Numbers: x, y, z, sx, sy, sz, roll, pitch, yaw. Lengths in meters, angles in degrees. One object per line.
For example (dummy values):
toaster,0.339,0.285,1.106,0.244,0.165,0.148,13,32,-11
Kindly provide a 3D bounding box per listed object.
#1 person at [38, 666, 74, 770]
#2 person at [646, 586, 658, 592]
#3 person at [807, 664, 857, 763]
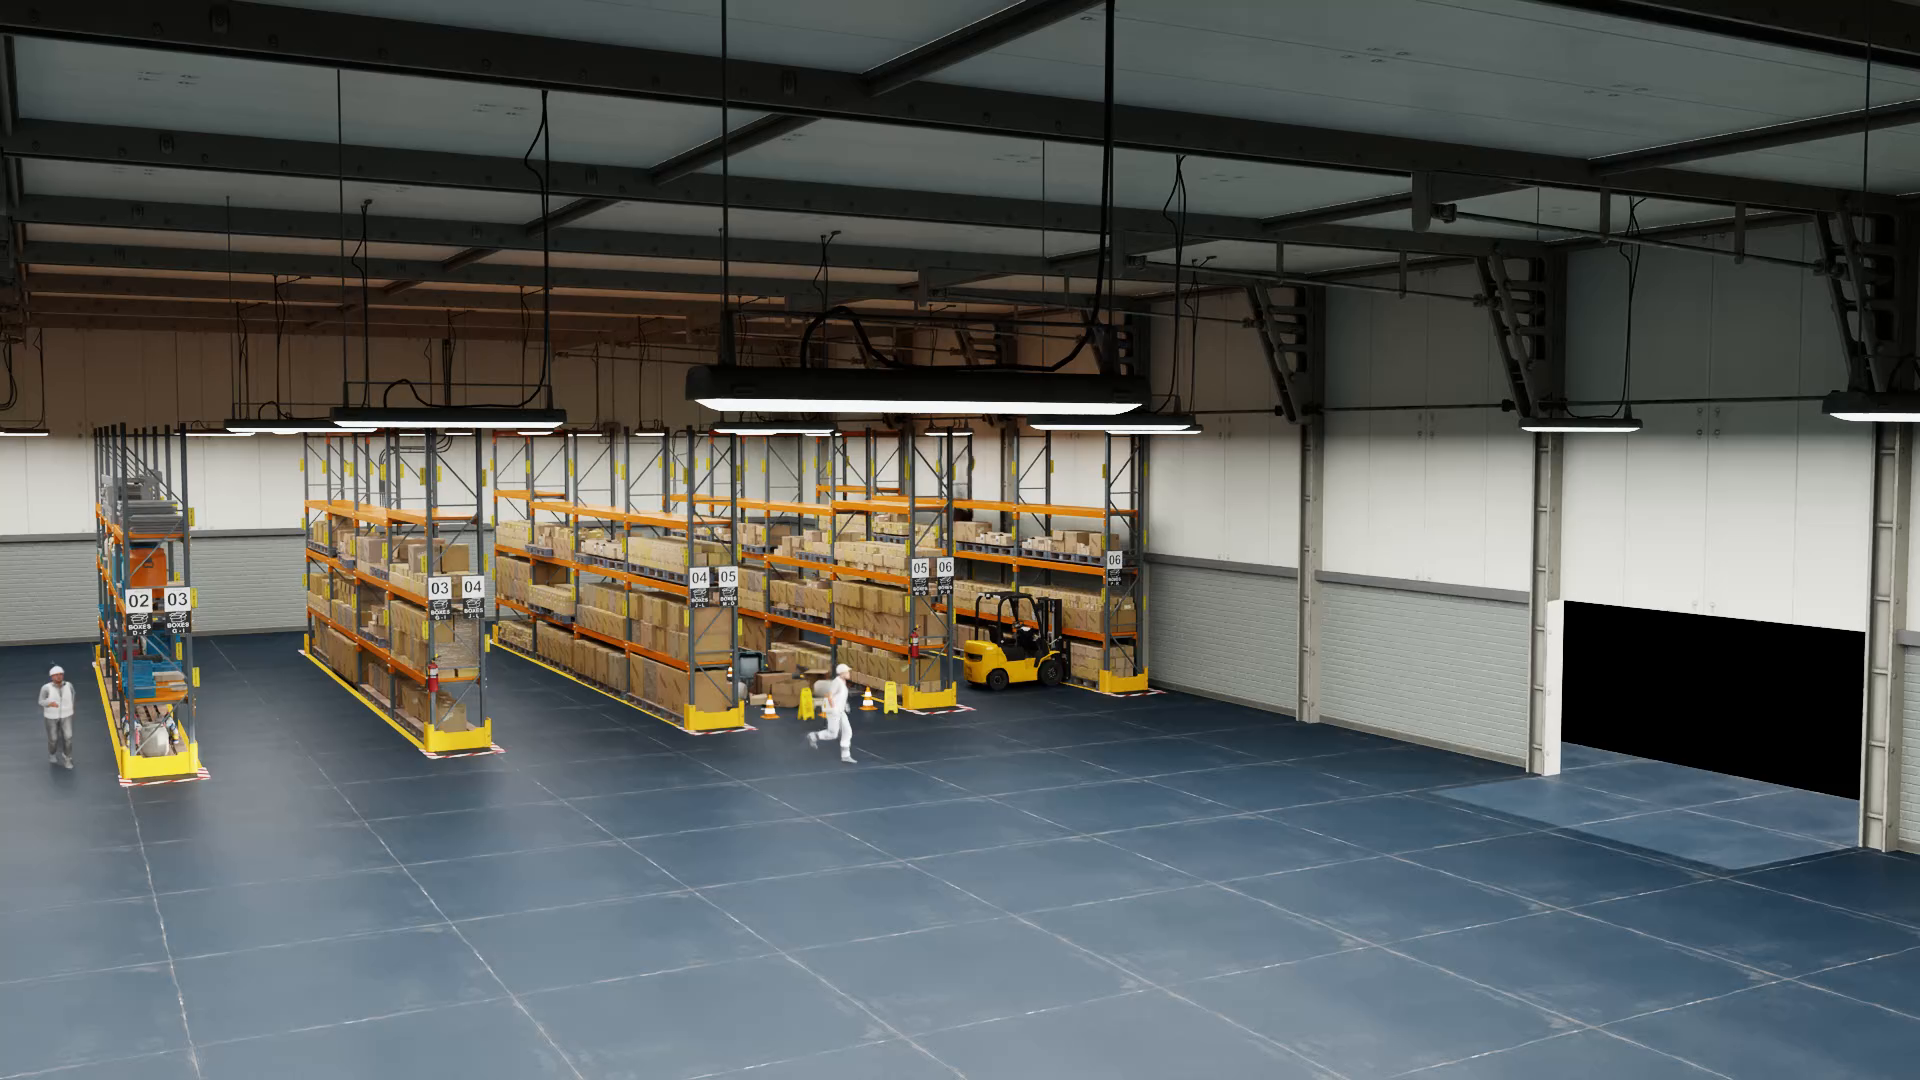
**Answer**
person,-15.681,3.092,28.903,0.598,1.822,0.832,-2,4,-36
person,-9.361,1.856,50.244,0.633,1.646,0.592,-1,4,-18
person,-2.264,3.079,29.561,0.941,1.767,0.664,1,4,16
